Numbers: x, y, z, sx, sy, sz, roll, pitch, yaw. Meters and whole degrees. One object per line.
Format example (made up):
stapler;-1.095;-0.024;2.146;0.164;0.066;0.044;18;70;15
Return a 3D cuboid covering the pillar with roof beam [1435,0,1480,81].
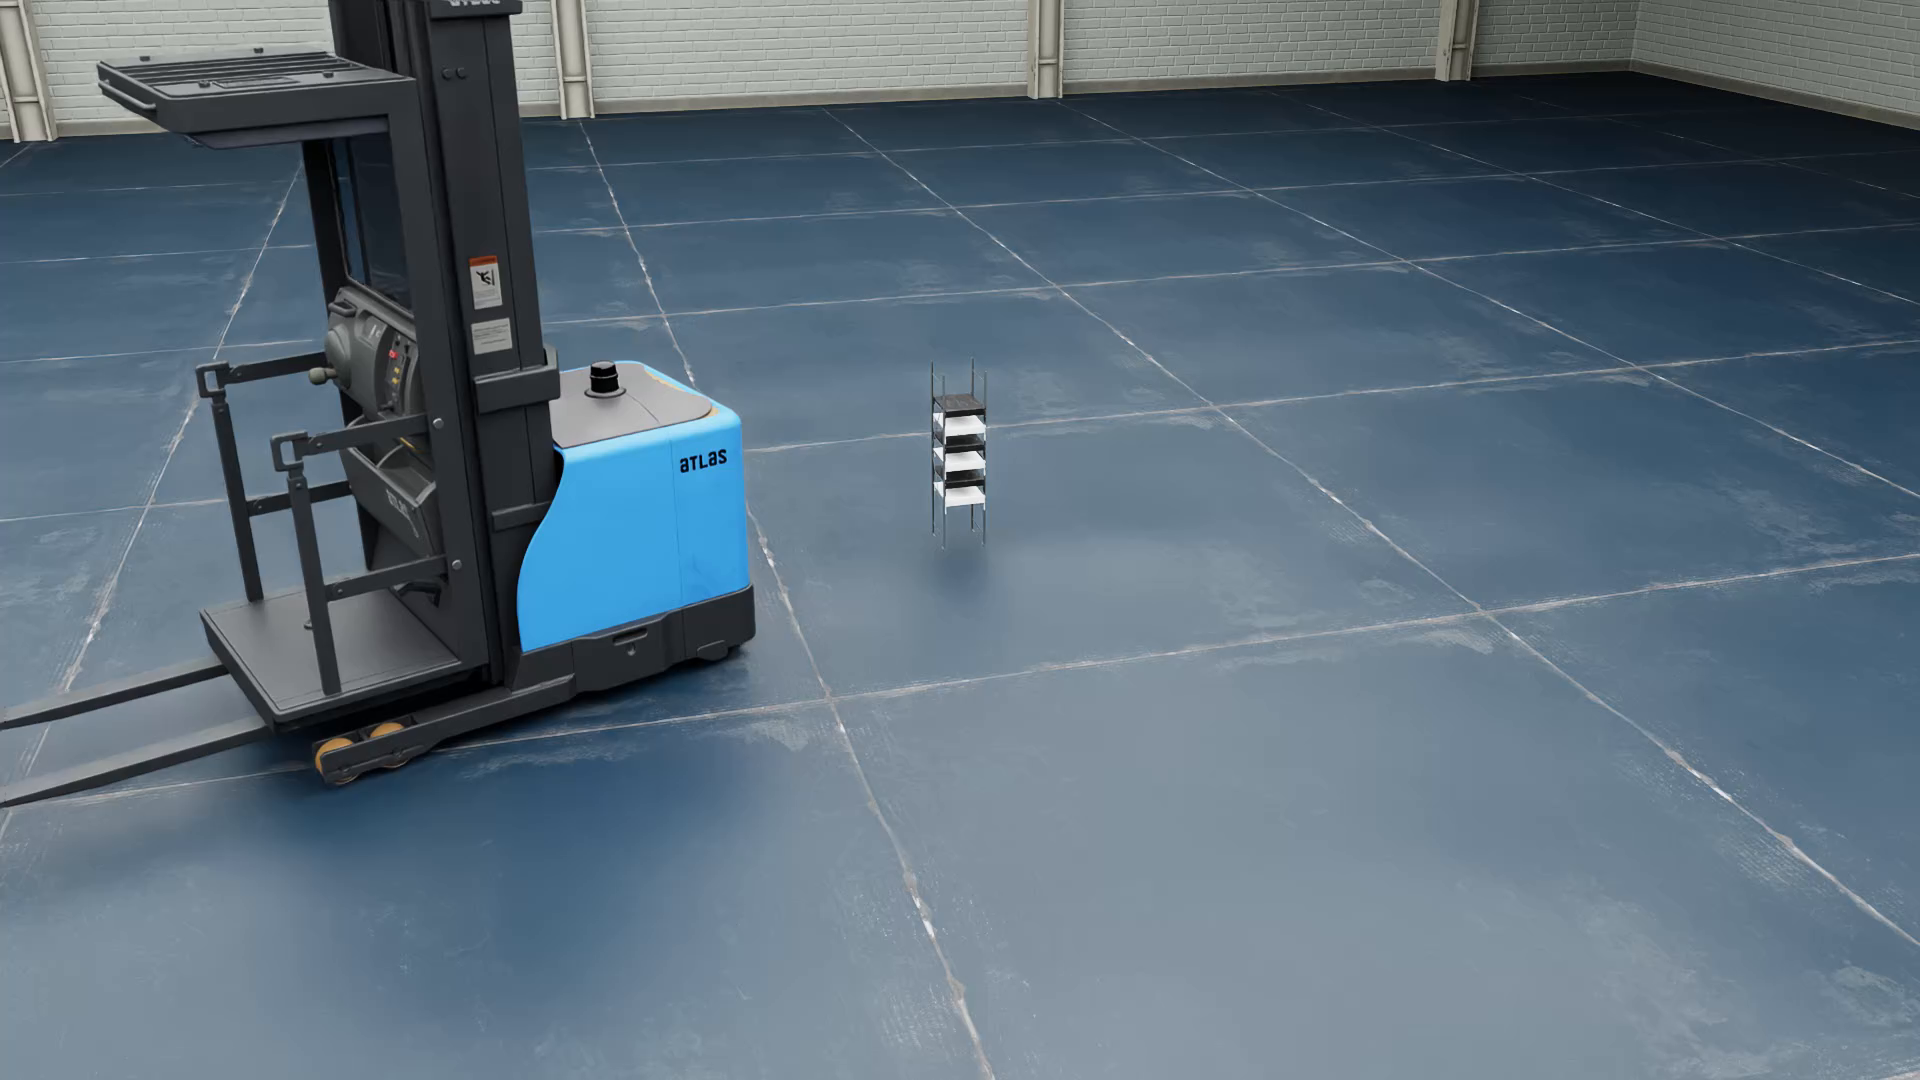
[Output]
pillar with roof beam;8.050;-8.949;17.695;0.400;9.000;9.100;-6;24;-14

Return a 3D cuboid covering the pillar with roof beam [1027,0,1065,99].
pillar with roof beam;2.273;-8.310;16.205;0.400;9.000;9.100;-6;24;-14

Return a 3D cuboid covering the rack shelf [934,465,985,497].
rack shelf;-0.008;-0.299;8.119;0.200;0.077;0.258;-6;24;-14

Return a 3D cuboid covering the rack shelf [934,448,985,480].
rack shelf;-0.008;-0.382;8.084;0.200;0.077;0.258;-6;24;-14

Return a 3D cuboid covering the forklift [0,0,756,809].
forklift;-2.362;-0.680;6.118;3.031;2.935;1.130;-16;28;-33

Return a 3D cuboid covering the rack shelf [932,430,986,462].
rack shelf;-0.008;-0.465;8.048;0.200;0.077;0.258;-6;24;-14

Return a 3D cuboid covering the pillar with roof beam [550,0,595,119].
pillar with roof beam;-3.504;-7.671;14.716;0.400;9.000;9.100;-6;24;-14

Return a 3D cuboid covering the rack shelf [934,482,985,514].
rack shelf;-0.008;-0.217;8.155;0.200;0.077;0.258;-6;24;-14

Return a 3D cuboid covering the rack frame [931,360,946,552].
rack frame;-0.106;-0.402;8.045;0.006;0.900;0.240;-6;24;-14

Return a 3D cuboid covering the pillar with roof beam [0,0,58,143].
pillar with roof beam;-9.281;-7.032;13.226;0.400;9.000;9.100;-6;24;-14

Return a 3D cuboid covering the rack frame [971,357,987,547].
rack frame;0.090;-0.424;8.096;0.006;0.900;0.240;-6;24;-14

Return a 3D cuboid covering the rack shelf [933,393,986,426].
rack shelf;-0.008;-0.630;7.977;0.200;0.077;0.258;-6;24;-14

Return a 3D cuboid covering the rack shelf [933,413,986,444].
rack shelf;-0.008;-0.547;8.013;0.200;0.077;0.258;-6;24;-14

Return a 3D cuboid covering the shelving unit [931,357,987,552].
shelving unit;-0.008;-0.413;8.071;0.210;0.900;0.258;-6;24;-14
